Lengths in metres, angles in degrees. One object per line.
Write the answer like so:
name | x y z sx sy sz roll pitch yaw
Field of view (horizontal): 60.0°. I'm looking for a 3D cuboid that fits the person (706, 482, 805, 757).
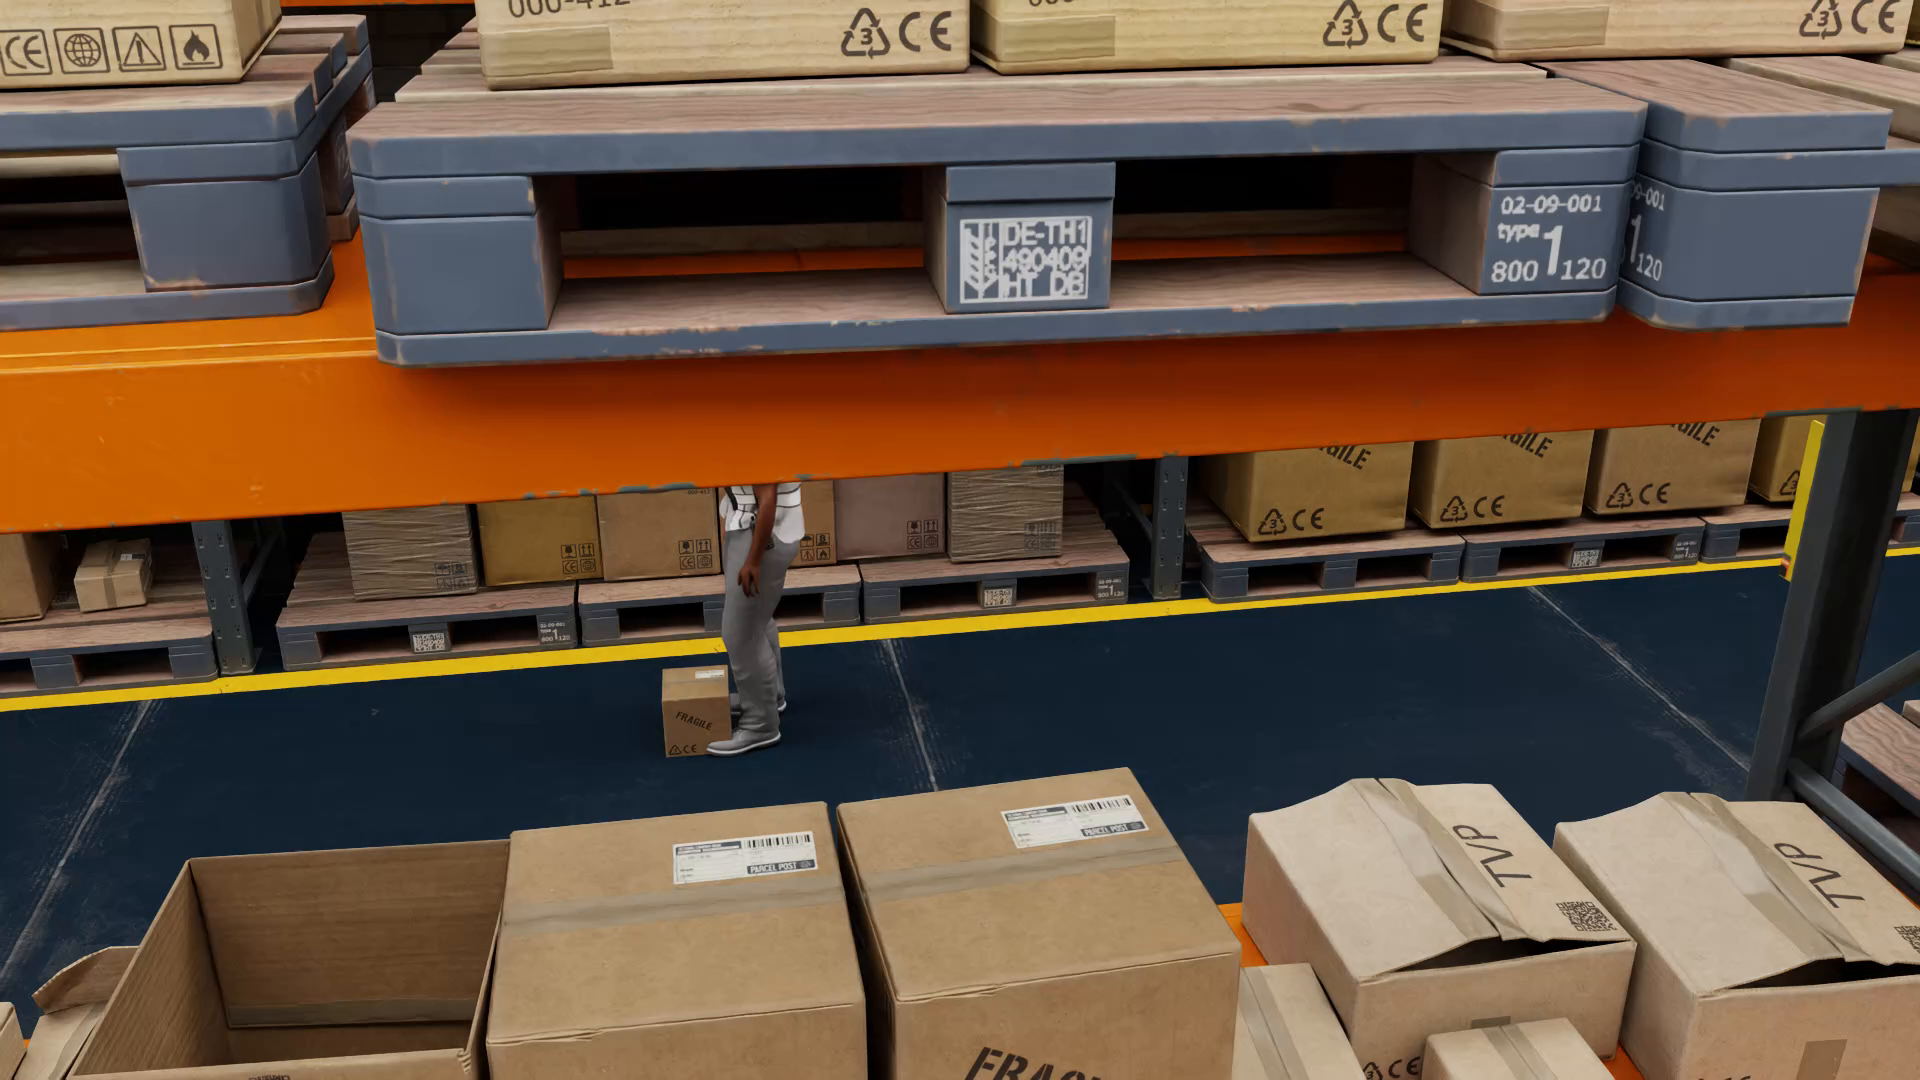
person | -0.790 -0.013 6.124 0.422 1.663 0.532 -6 24 -13
